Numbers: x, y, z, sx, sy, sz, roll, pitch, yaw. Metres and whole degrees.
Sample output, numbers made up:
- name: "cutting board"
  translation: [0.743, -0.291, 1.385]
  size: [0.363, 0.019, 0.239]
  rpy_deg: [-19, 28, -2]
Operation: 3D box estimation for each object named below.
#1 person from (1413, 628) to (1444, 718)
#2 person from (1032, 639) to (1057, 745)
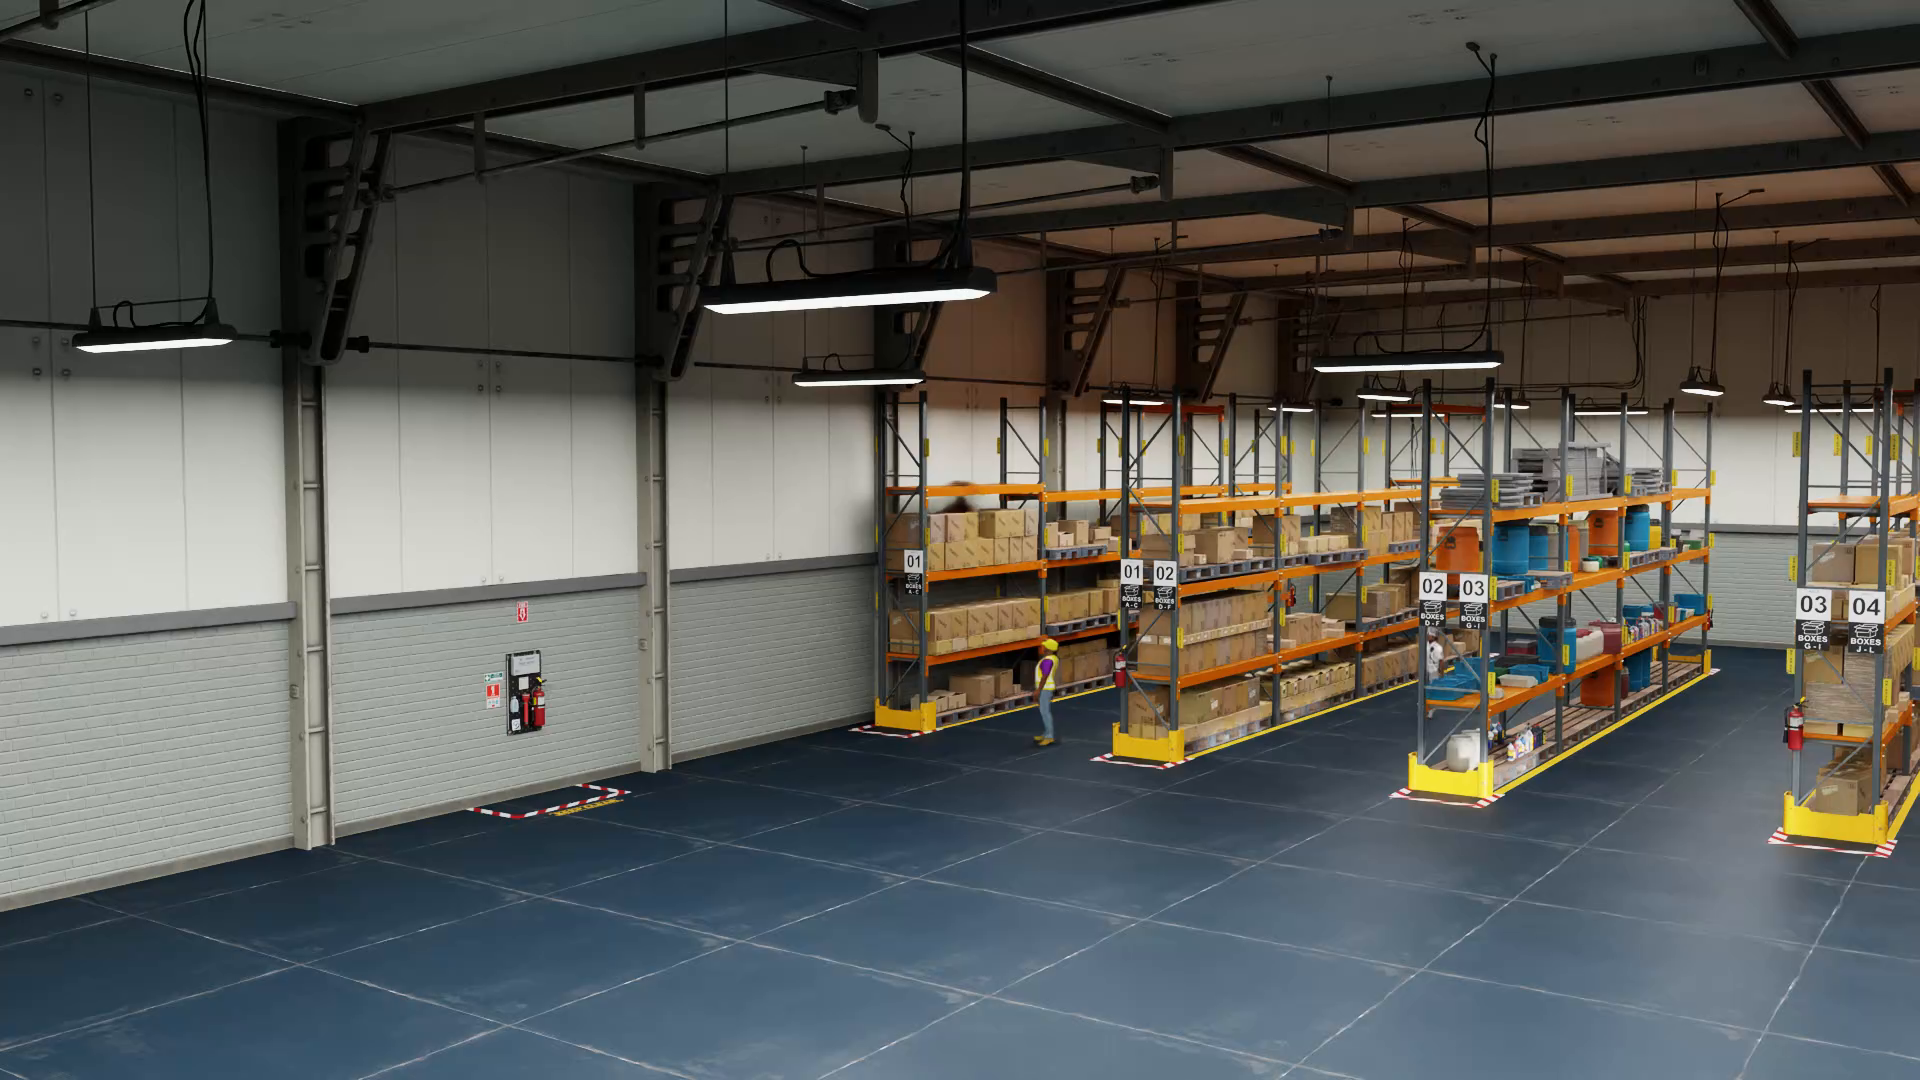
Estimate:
- name: "person"
  translation: [8.734, 2.456, 30.959]
  size: [0.546, 1.646, 0.939]
  rpy_deg: [1, 3, 25]
- name: "person"
  translation: [1.431, 2.568, 28.225]
  size: [0.464, 1.799, 0.599]
  rpy_deg: [0, 3, -3]
